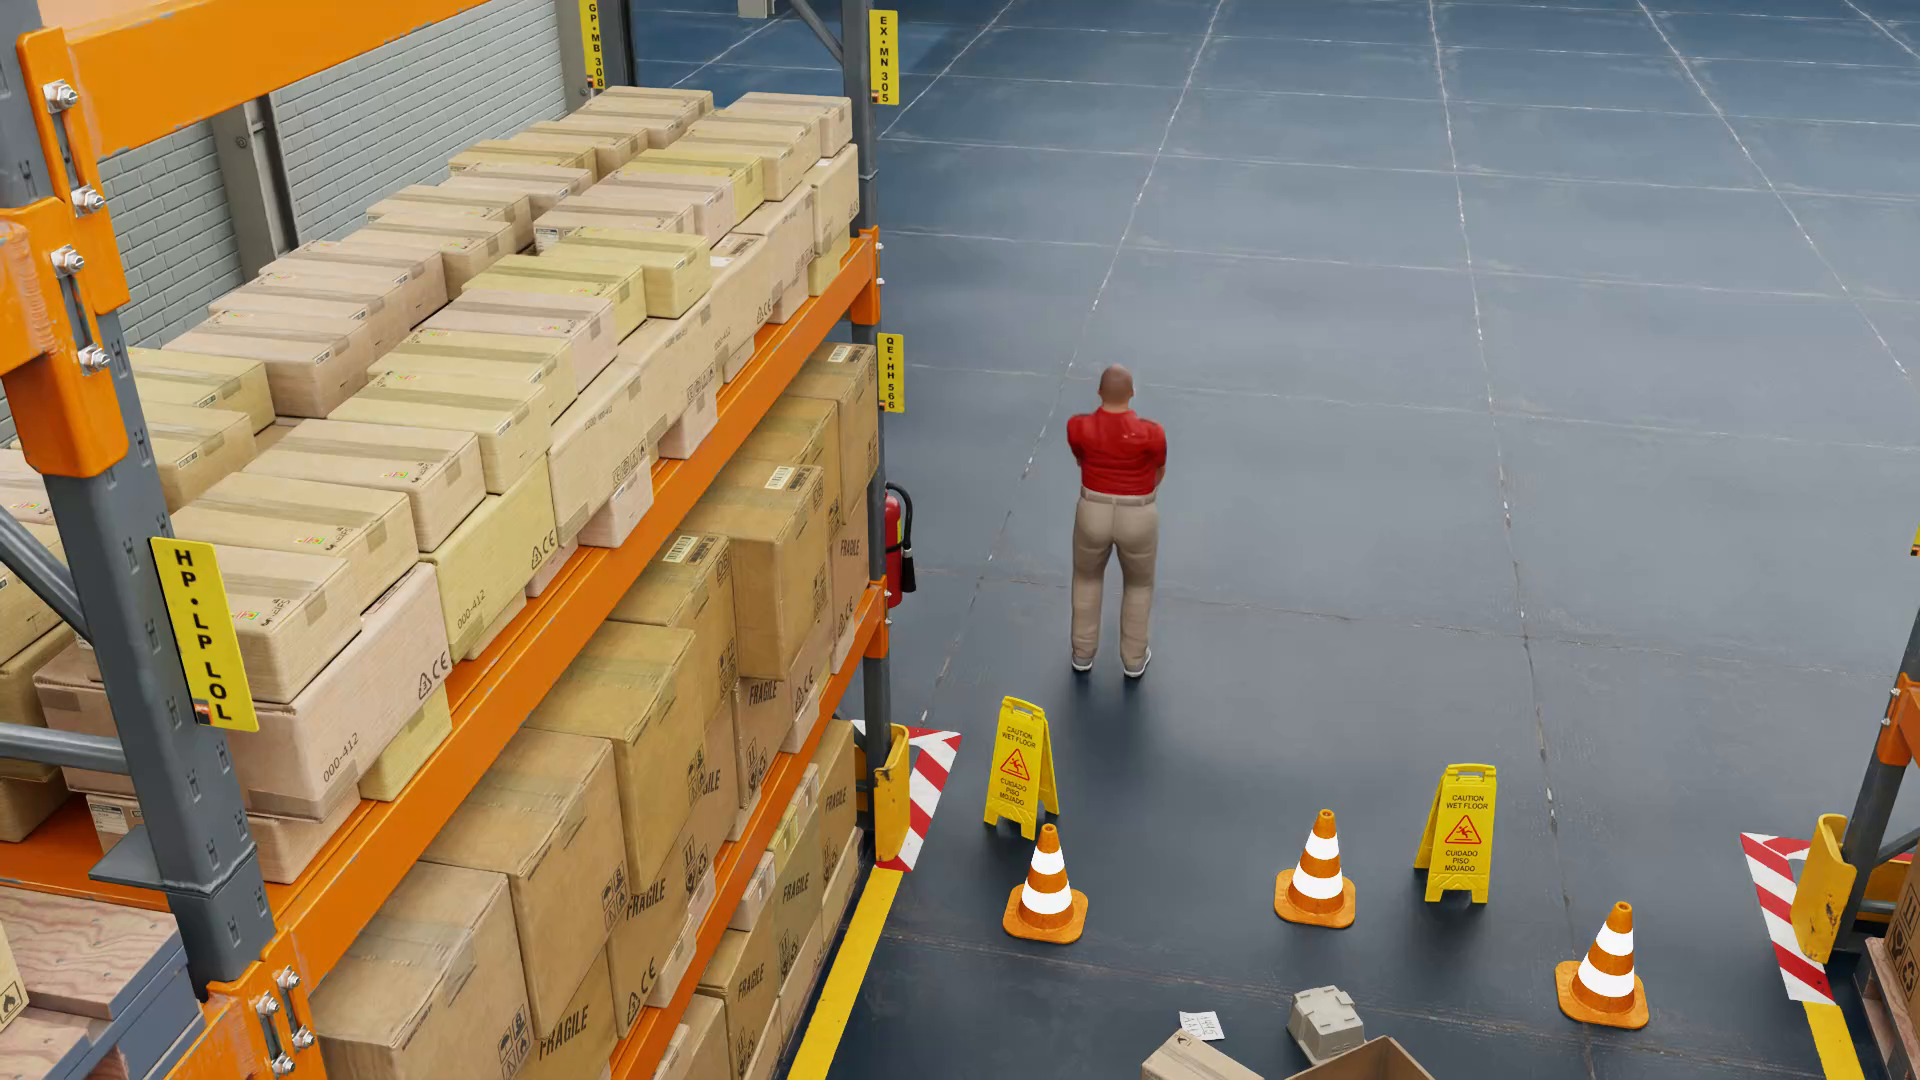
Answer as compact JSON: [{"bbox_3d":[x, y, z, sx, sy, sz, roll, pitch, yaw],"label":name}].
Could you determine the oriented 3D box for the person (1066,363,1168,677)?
[{"bbox_3d":[0.792,-0.148,8.426,0.494,1.715,0.537,6,29,12],"label":"person"}]
